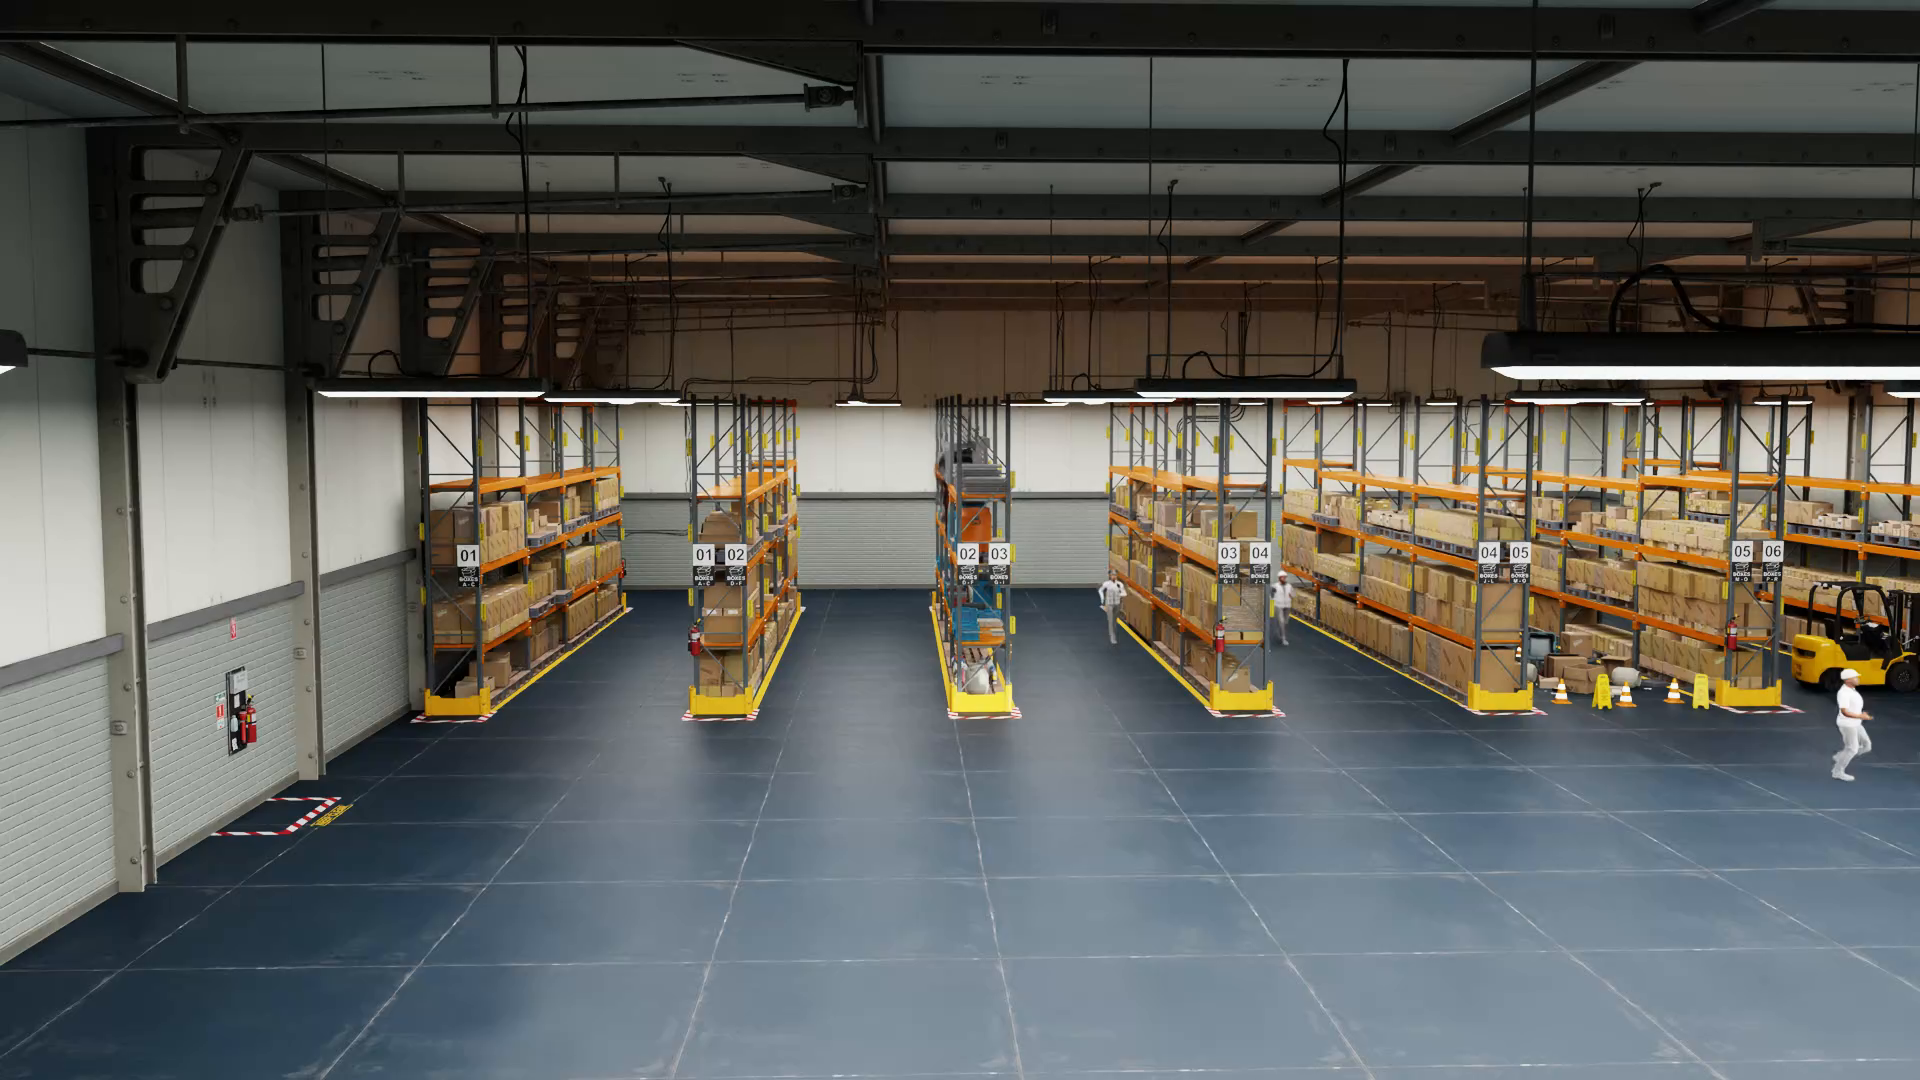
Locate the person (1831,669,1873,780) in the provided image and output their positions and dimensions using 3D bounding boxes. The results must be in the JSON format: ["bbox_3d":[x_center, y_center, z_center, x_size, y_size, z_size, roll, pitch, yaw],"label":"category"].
[{"bbox_3d":[13.757,2.840,25.621,0.586,1.724,0.691,4,6,40],"label":"person"}]

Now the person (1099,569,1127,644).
[{"bbox_3d":[3.567,1.538,38.667,0.611,1.731,0.876,-1,5,-6],"label":"person"}]

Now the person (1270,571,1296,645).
[{"bbox_3d":[7.844,1.630,40.481,0.656,1.758,0.969,-1,5,-13],"label":"person"}]
